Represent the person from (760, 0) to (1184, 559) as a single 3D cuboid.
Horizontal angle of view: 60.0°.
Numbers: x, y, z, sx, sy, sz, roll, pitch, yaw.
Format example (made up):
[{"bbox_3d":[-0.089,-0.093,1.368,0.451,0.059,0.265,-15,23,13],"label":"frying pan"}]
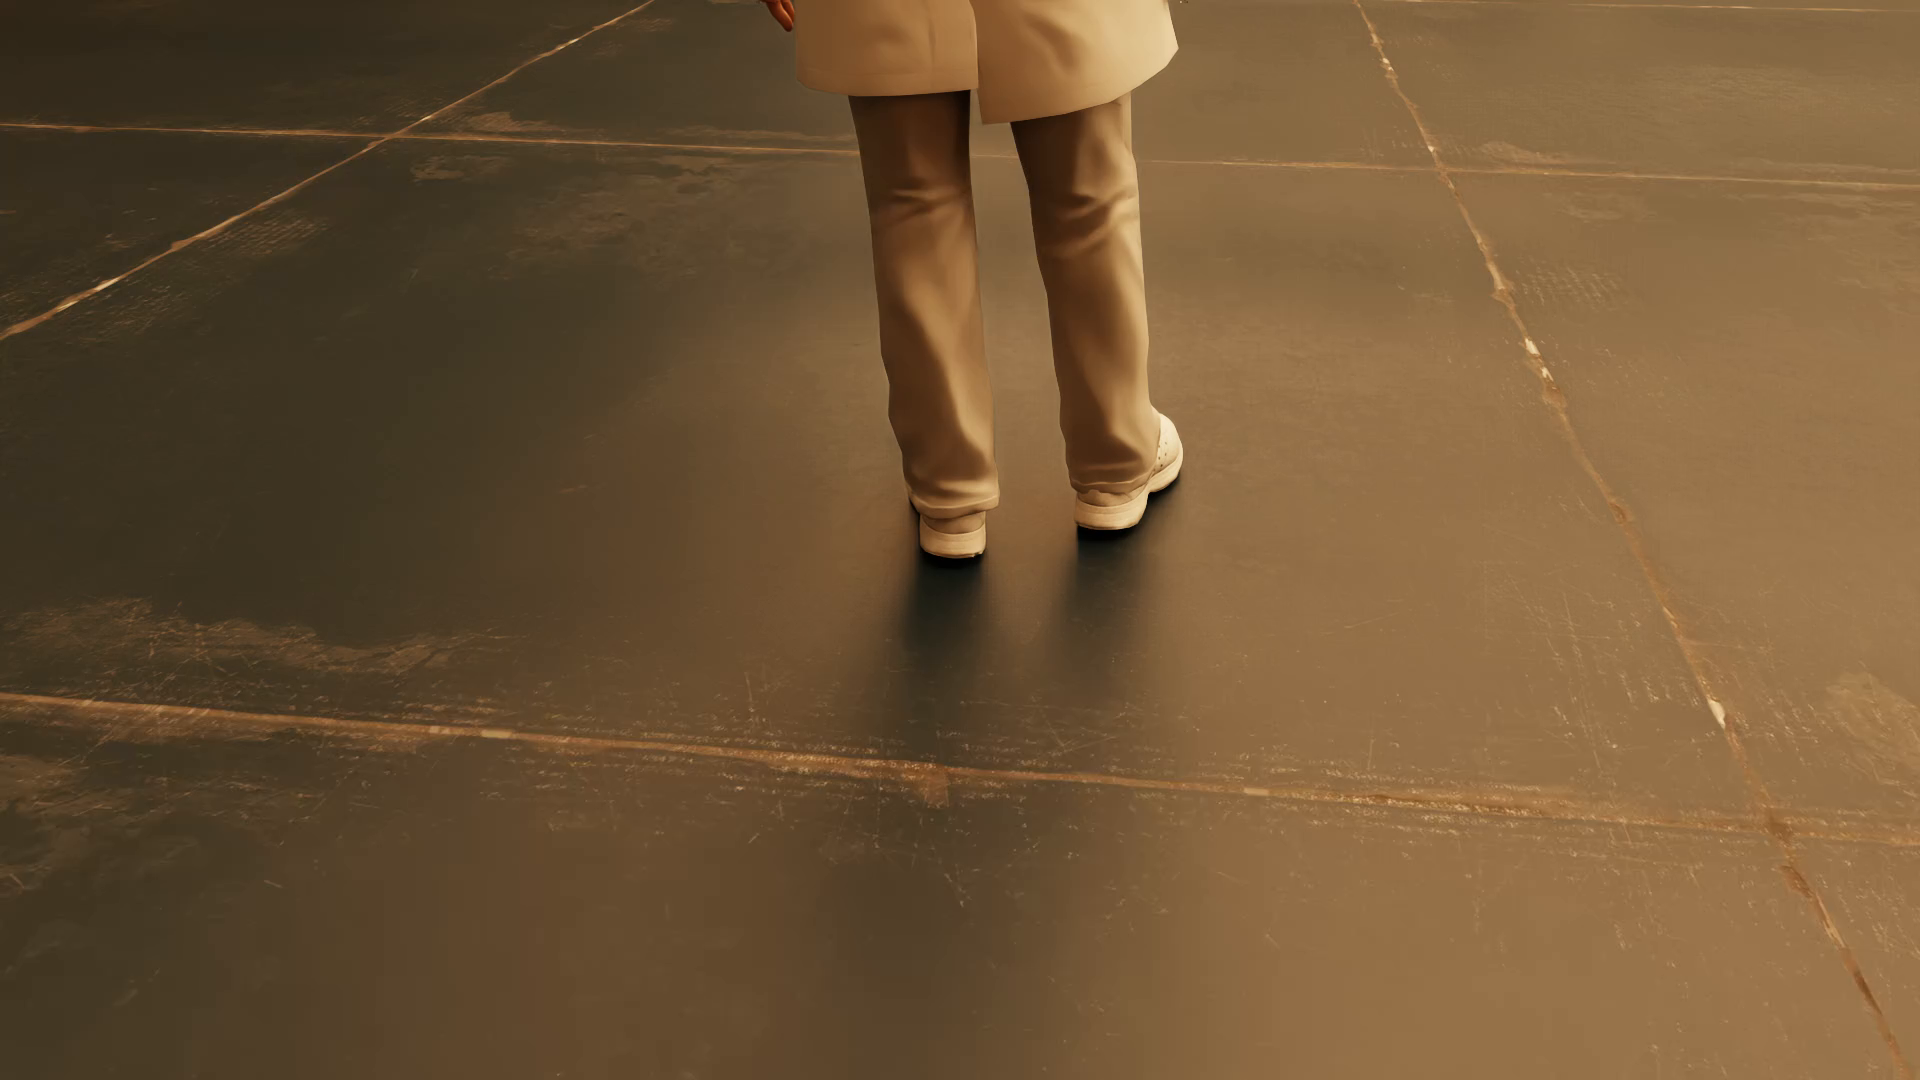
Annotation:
[{"bbox_3d":[0.017,-0.841,2.180,0.696,1.775,0.581,3,27,7],"label":"person"}]
